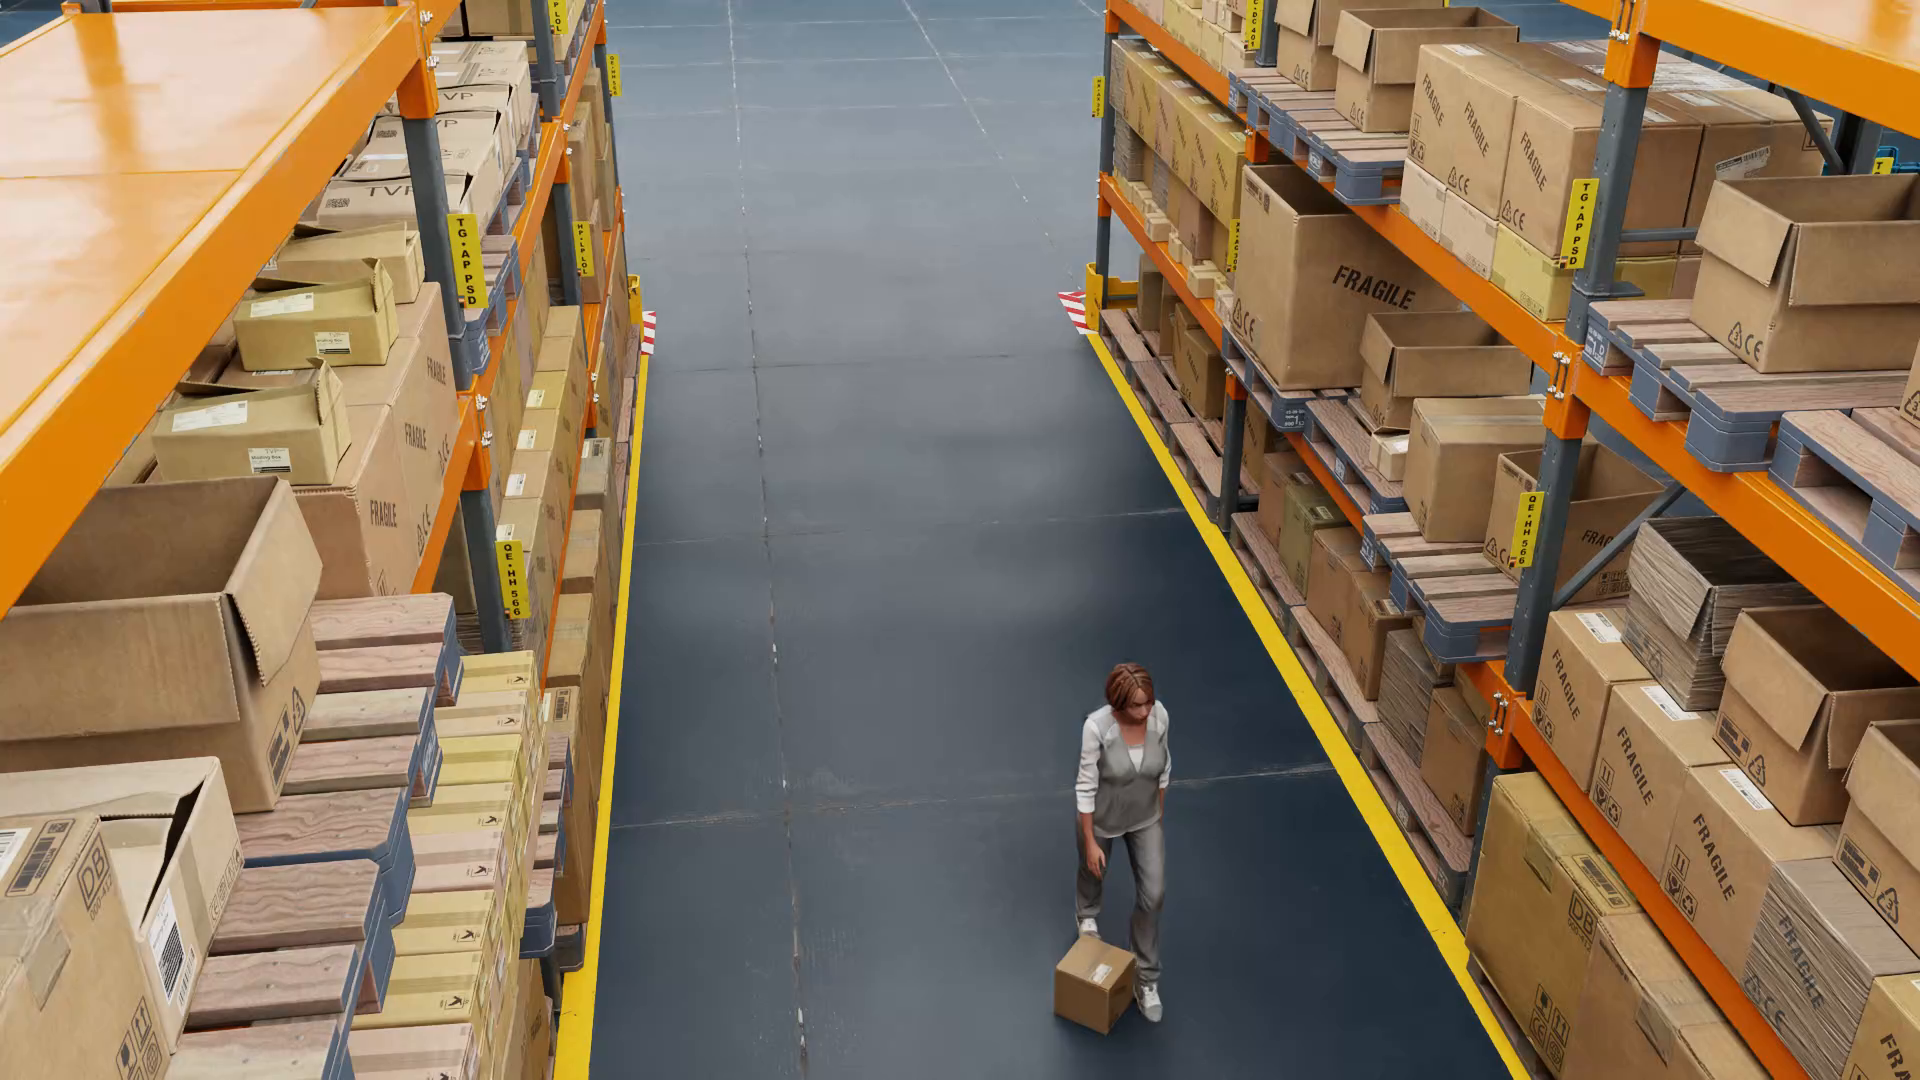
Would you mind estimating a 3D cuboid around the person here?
[{"bbox_3d":[0.653,1.094,6.879,0.419,1.485,0.609,-5,28,-10],"label":"person"}]
